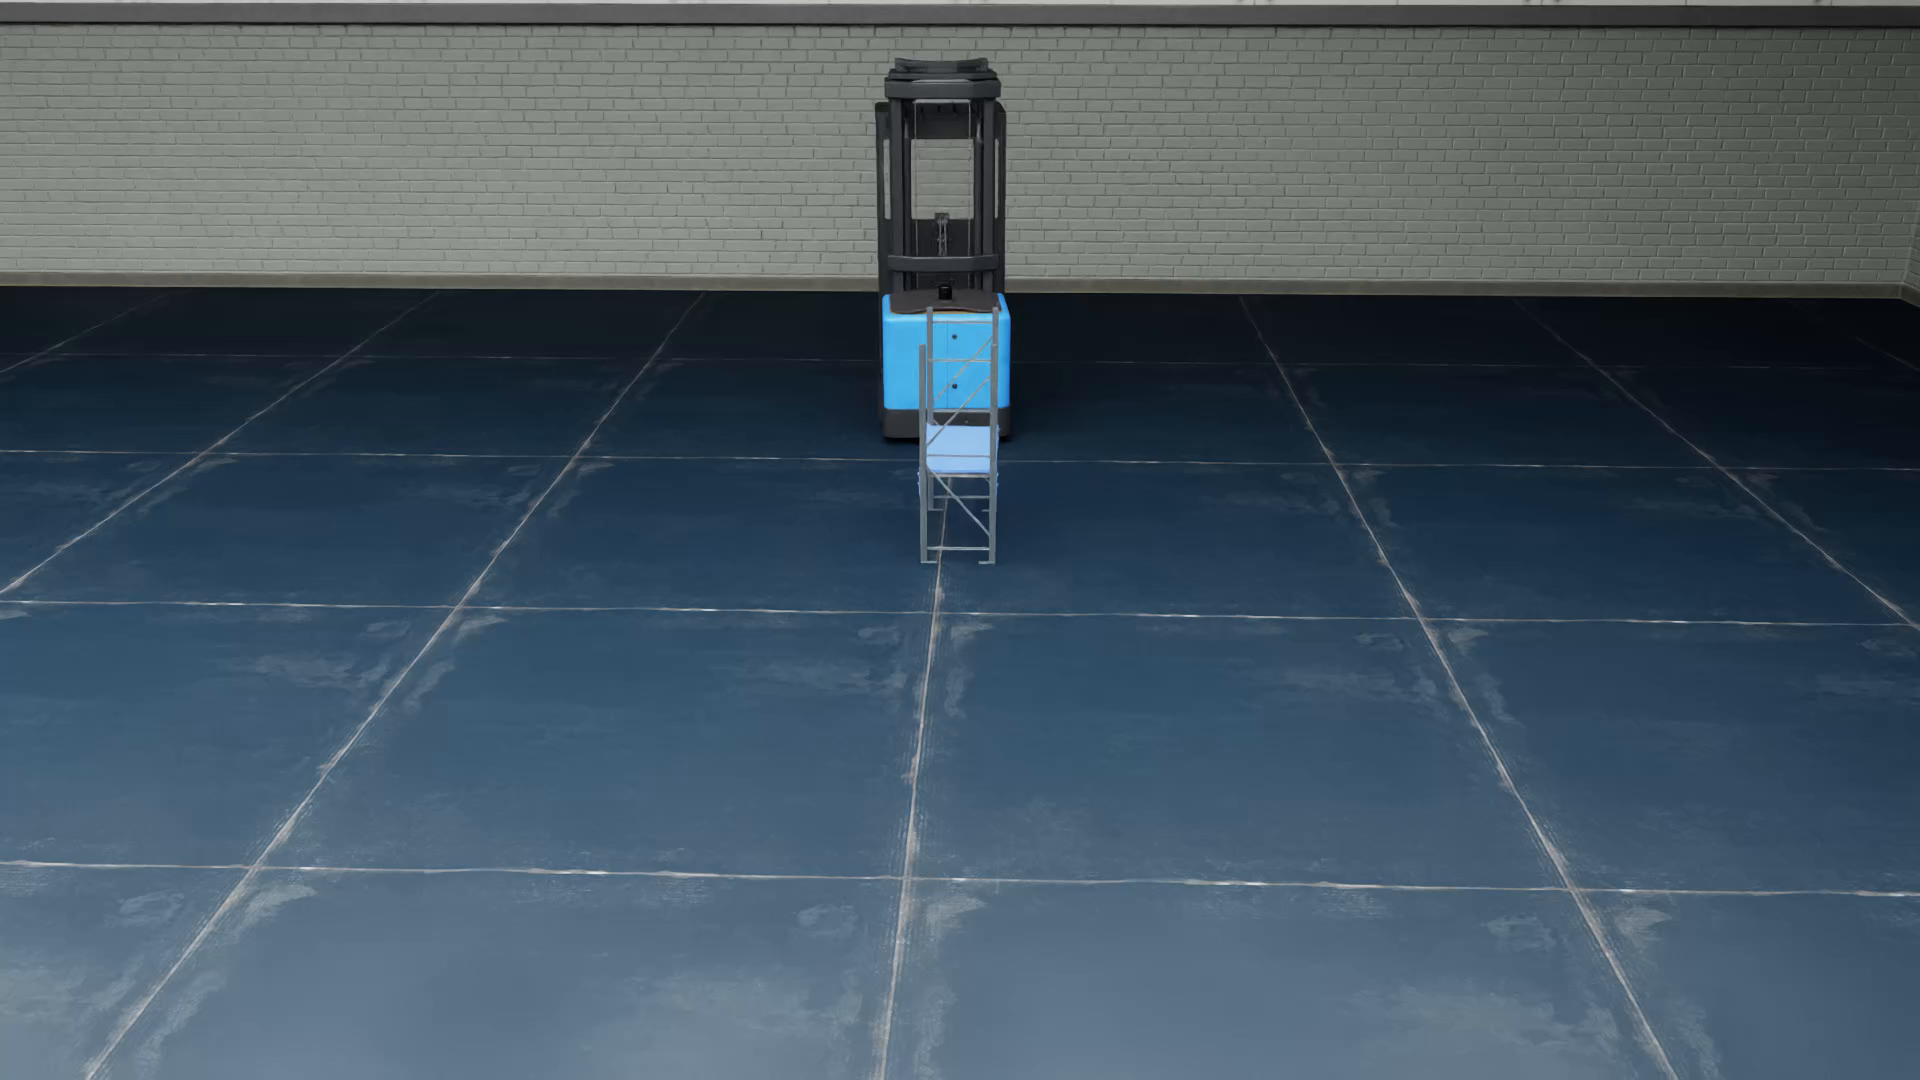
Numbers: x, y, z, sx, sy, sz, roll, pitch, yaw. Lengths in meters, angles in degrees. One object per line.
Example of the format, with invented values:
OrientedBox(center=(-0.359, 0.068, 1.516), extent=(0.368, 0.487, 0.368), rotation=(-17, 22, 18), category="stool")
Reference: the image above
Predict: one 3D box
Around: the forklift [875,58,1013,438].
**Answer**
OrientedBox(center=(-0.171, -2.678, 14.380), extent=(1.130, 2.935, 3.031), rotation=(-1, 21, -3), category="forklift")

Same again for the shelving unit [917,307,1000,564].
OrientedBox(center=(0.003, -0.730, 11.337), extent=(0.538, 1.500, 1.048), rotation=(1, 21, 2), category="shelving unit")

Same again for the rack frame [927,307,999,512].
OrientedBox(center=(0.018, -0.914, 11.811), extent=(0.500, 1.500, 0.032), rotation=(1, 21, 2), category="rack frame")

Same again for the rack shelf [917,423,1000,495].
OrientedBox(center=(0.003, -0.562, 11.402), extent=(0.538, 0.185, 1.000), rotation=(1, 21, 2), category="rack shelf")

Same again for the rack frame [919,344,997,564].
OrientedBox(center=(-0.013, -0.546, 10.863), extent=(0.500, 1.500, 0.032), rotation=(1, 21, 2), category="rack frame")
